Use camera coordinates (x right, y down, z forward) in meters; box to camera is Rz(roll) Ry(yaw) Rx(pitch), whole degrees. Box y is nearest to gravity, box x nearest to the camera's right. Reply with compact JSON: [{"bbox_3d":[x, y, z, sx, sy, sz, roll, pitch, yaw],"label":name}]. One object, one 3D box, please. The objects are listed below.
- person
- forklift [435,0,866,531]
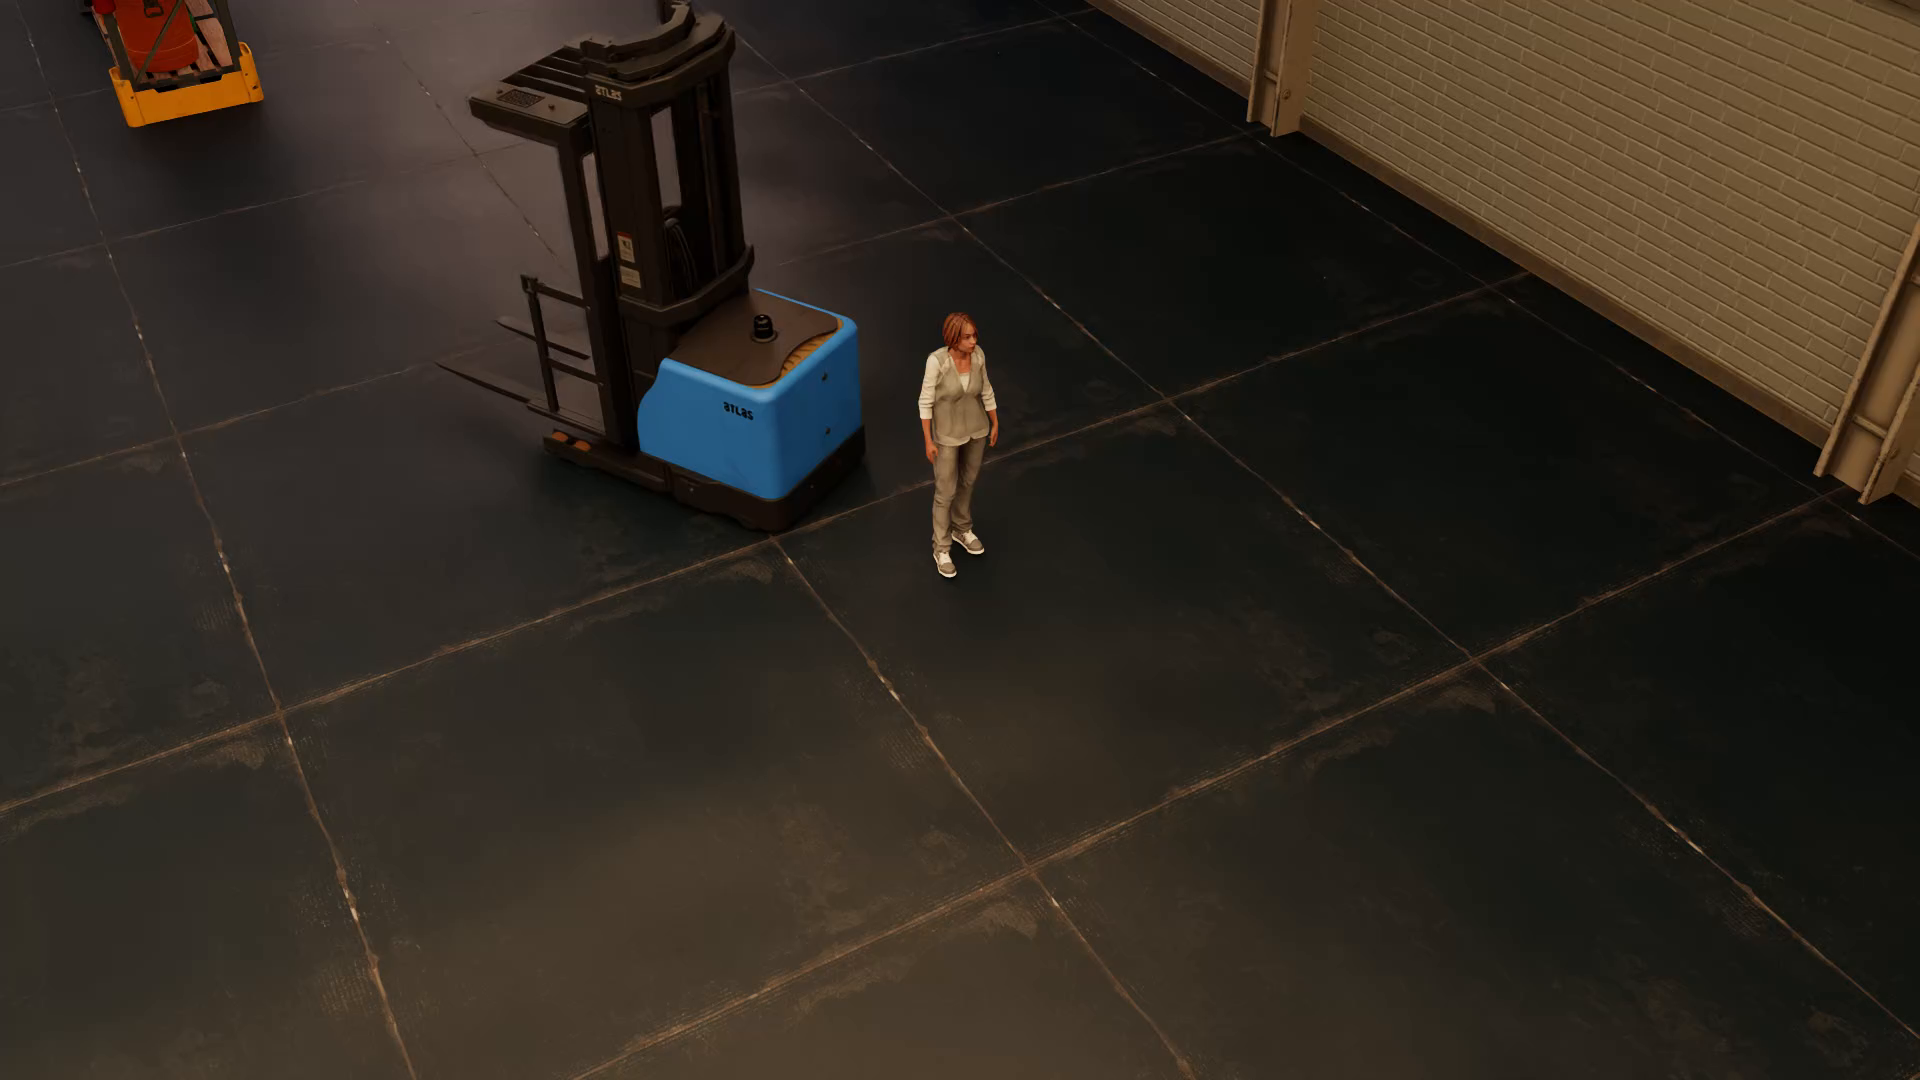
[{"bbox_3d":[0.025,-0.570,9.768,0.521,1.582,0.475,-20,44,-23],"label":"person"},{"bbox_3d":[-2.151,-1.879,10.302,3.031,2.935,1.130,21,44,23],"label":"forklift"}]
